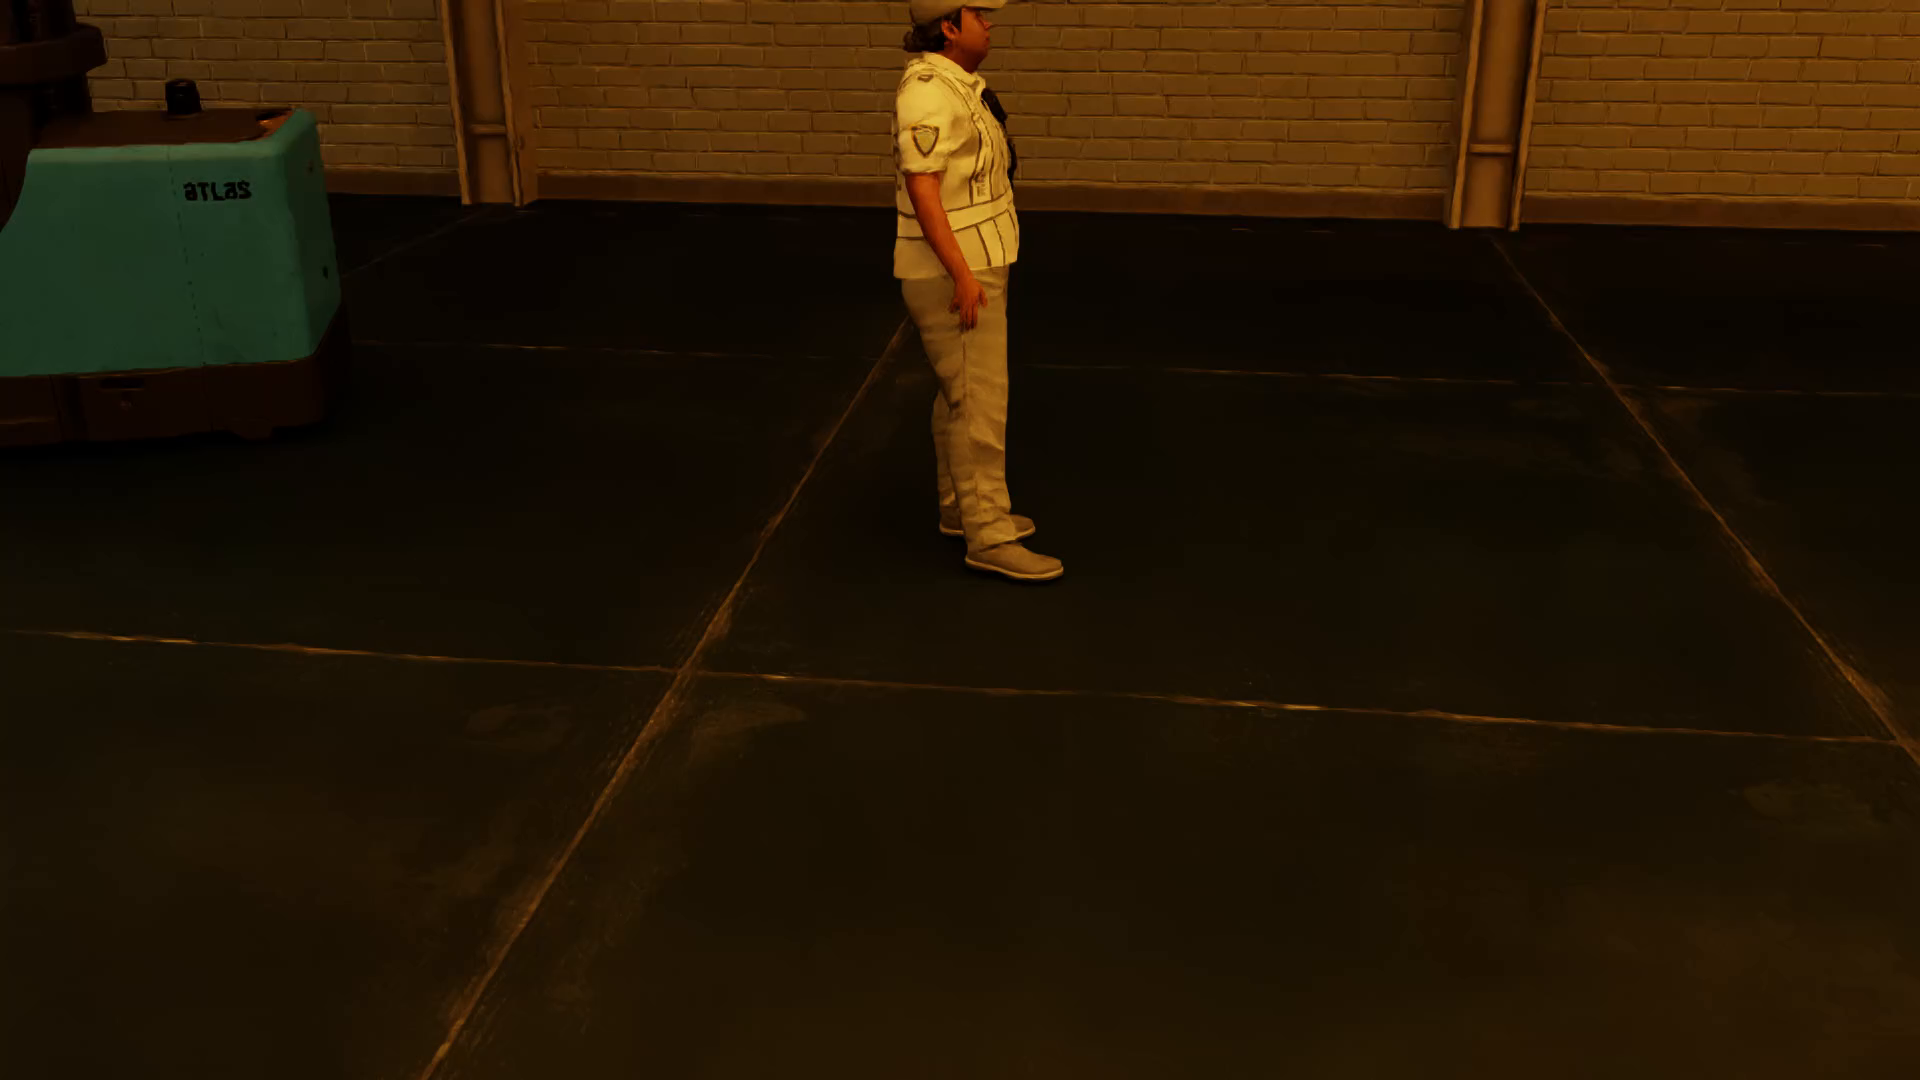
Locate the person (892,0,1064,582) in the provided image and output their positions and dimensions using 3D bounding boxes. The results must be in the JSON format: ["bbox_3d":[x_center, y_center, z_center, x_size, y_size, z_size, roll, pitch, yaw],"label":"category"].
[{"bbox_3d":[0.073,-0.768,4.833,0.529,1.669,0.598,3,22,7],"label":"person"}]

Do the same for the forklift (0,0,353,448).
[{"bbox_3d":[-3.896,-1.779,5.672,3.031,2.935,1.130,-5,22,-12],"label":"forklift"}]
